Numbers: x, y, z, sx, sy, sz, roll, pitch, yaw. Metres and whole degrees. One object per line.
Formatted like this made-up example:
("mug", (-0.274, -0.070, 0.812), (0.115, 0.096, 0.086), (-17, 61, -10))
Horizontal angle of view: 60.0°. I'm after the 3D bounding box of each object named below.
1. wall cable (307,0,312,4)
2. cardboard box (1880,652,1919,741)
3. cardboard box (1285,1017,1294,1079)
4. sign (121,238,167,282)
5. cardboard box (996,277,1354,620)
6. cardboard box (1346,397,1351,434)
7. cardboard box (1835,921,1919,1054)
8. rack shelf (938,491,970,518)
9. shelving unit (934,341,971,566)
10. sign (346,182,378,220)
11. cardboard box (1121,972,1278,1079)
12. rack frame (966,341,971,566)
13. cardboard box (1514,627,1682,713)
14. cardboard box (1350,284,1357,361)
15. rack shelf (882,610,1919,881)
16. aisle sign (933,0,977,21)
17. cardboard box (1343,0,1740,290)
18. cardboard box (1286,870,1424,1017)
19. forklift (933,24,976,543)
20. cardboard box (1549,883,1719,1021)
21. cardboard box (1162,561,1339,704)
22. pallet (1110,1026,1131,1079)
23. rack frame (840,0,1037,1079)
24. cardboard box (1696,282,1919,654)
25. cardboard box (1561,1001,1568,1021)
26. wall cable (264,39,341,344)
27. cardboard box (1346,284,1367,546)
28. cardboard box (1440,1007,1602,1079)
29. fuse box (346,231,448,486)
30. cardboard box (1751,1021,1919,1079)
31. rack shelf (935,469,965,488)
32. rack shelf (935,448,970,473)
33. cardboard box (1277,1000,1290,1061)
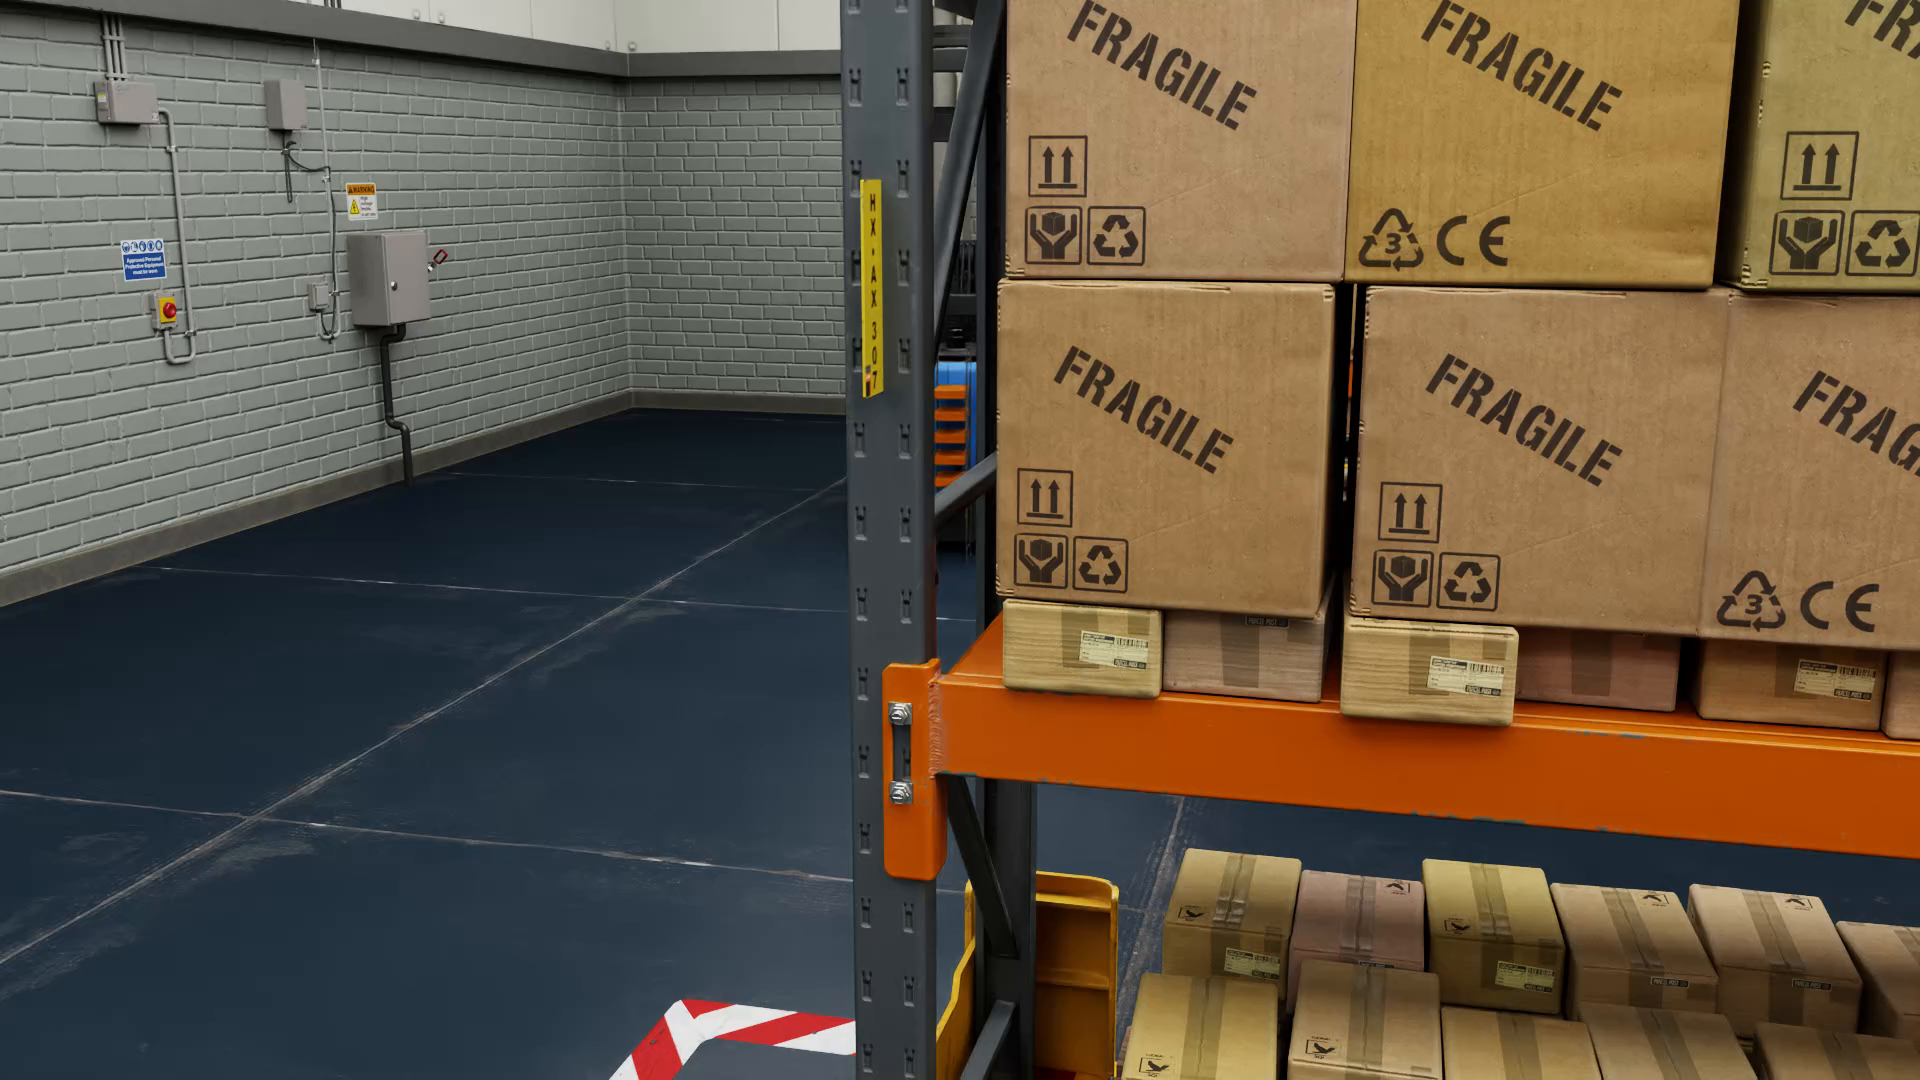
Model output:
("wall cable", (-4.323, -4.445, 8.992), (0.029, 3.000, 2.355), (3, 13, 14))
("cardboard box", (1.513, 0.185, 2.556), (0.250, 0.149, 0.380), (3, 13, 12))
("cardboard box", (0.831, 1.086, 3.525), (0.250, 0.149, 0.380), (3, 13, 15))
("sign", (-4.467, -1.535, 9.102), (0.001, 0.218, 0.327), (3, 13, 14))
("cardboard box", (0.366, -0.189, 2.741), (0.500, 0.500, 0.500), (4, 13, 16))
("cardboard box", (2.841, -1.101, 12.564), (0.637, 0.503, 0.797), (3, 13, 11))
("cardboard box", (1.823, 0.872, 3.115), (0.250, 0.149, 0.380), (3, 13, 12))
("rack shelf", (-0.045, -0.196, 9.162), (0.180, 0.103, 0.258), (1, 13, 6))
("shelving unit", (-0.045, -0.474, 9.100), (0.189, 1.200, 0.258), (1, 13, 6))
("sign", (-3.965, -2.246, 11.027), (0.001, 0.242, 0.339), (3, 13, 14))
("cardboard box", (0.424, 0.919, 2.905), (0.250, 0.149, 0.380), (2, 13, 11))
("rack frame", (0.046, -0.472, 9.090), (0.006, 1.200, 0.240), (1, 13, 6))
("cardboard box", (1.022, 0.147, 2.727), (0.250, 0.149, 0.380), (4, 13, 16))
("cardboard box", (1.979, -1.065, 7.379), (0.500, 0.500, 0.500), (3, 13, 13))
("rack shelf", (1.938, 0.379, 2.761), (4.000, 0.370, 1.077), (3, 13, 14))
("aisle sign", (-0.003, -1.412, 3.171), (0.004, 0.787, 0.394), (3, 13, 14))
("cardboard box", (0.860, -0.654, 2.531), (0.500, 0.500, 0.500), (3, 13, 15))
("cardboard box", (0.801, 0.820, 3.353), (0.250, 0.149, 0.380), (3, 13, 15))
("forklift", (0.095, -1.678, 10.531), (1.130, 2.935, 3.031), (1, 13, 6))
("cardboard box", (1.319, 0.833, 3.292), (0.250, 0.149, 0.380), (3, 13, 11))
("cardboard box", (0.489, 0.137, 2.771), (0.250, 0.149, 0.380), (4, 13, 16))
("pallet", (0.850, 1.339, 3.212), (1.213, 0.211, 1.003), (3, 13, 14))
("rack frame", (-0.004, -0.076, 3.151), (0.127, 3.000, 1.000), (3, 13, 14))
("cardboard box", (1.364, -0.138, 2.514), (0.500, 0.500, 0.500), (3, 13, 14))
("cardboard box", (1.318, 0.995, 3.249), (0.250, 0.149, 0.380), (3, 13, 13))
("wall cable", (-4.067, -2.205, 10.400), (0.122, 1.984, 0.588), (3, 13, 14))
("cardboard box", (0.993, -0.273, 3.121), (0.500, 0.500, 0.500), (3, 13, 13))
("cardboard box", (0.934, 0.948, 2.774), (0.250, 0.149, 0.380), (3, 13, 13))
("fuse box", (-3.751, -1.215, 11.260), (0.414, 1.711, 0.539), (3, 13, 14))
("cardboard box", (1.462, 0.960, 2.721), (0.250, 0.149, 0.380), (4, 13, 16))
("rack shelf", (-0.045, -0.314, 9.136), (0.180, 0.103, 0.258), (1, 13, 6))
("rack shelf", (-0.045, -0.431, 9.109), (0.180, 0.103, 0.258), (1, 13, 6))
("cardboard box", (0.577, 0.933, 3.529), (0.250, 0.149, 0.380), (3, 13, 12))
